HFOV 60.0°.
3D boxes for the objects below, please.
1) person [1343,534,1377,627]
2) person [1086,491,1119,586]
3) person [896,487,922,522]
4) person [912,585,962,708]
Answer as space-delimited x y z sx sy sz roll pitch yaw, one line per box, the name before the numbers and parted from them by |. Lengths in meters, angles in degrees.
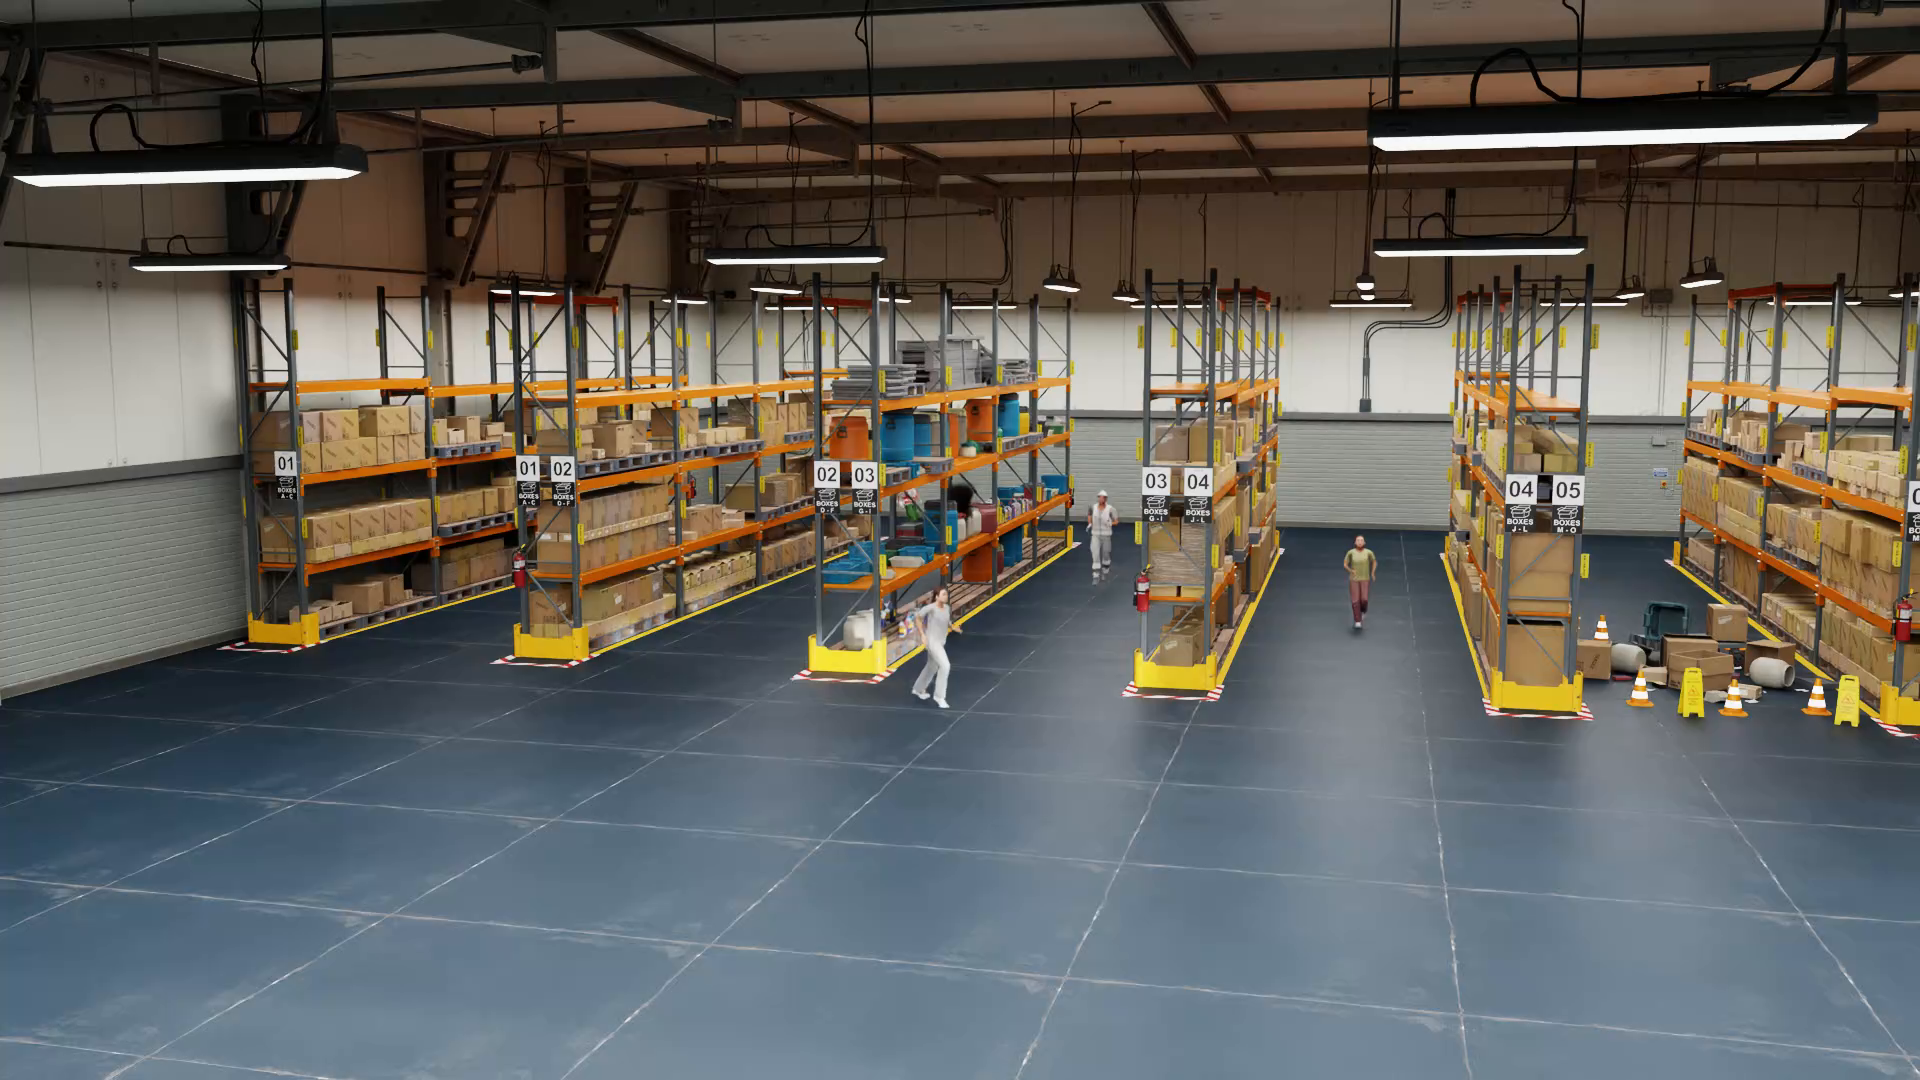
person | 6.991 0.719 29.085 0.575 1.622 0.540 2 7 12
person | 2.761 -0.058 32.395 0.651 1.820 0.924 2 7 12
person | -1.279 -0.891 41.922 0.691 1.736 0.751 -6 9 -42
person | -0.348 1.463 22.881 0.841 1.710 0.499 4 8 33
